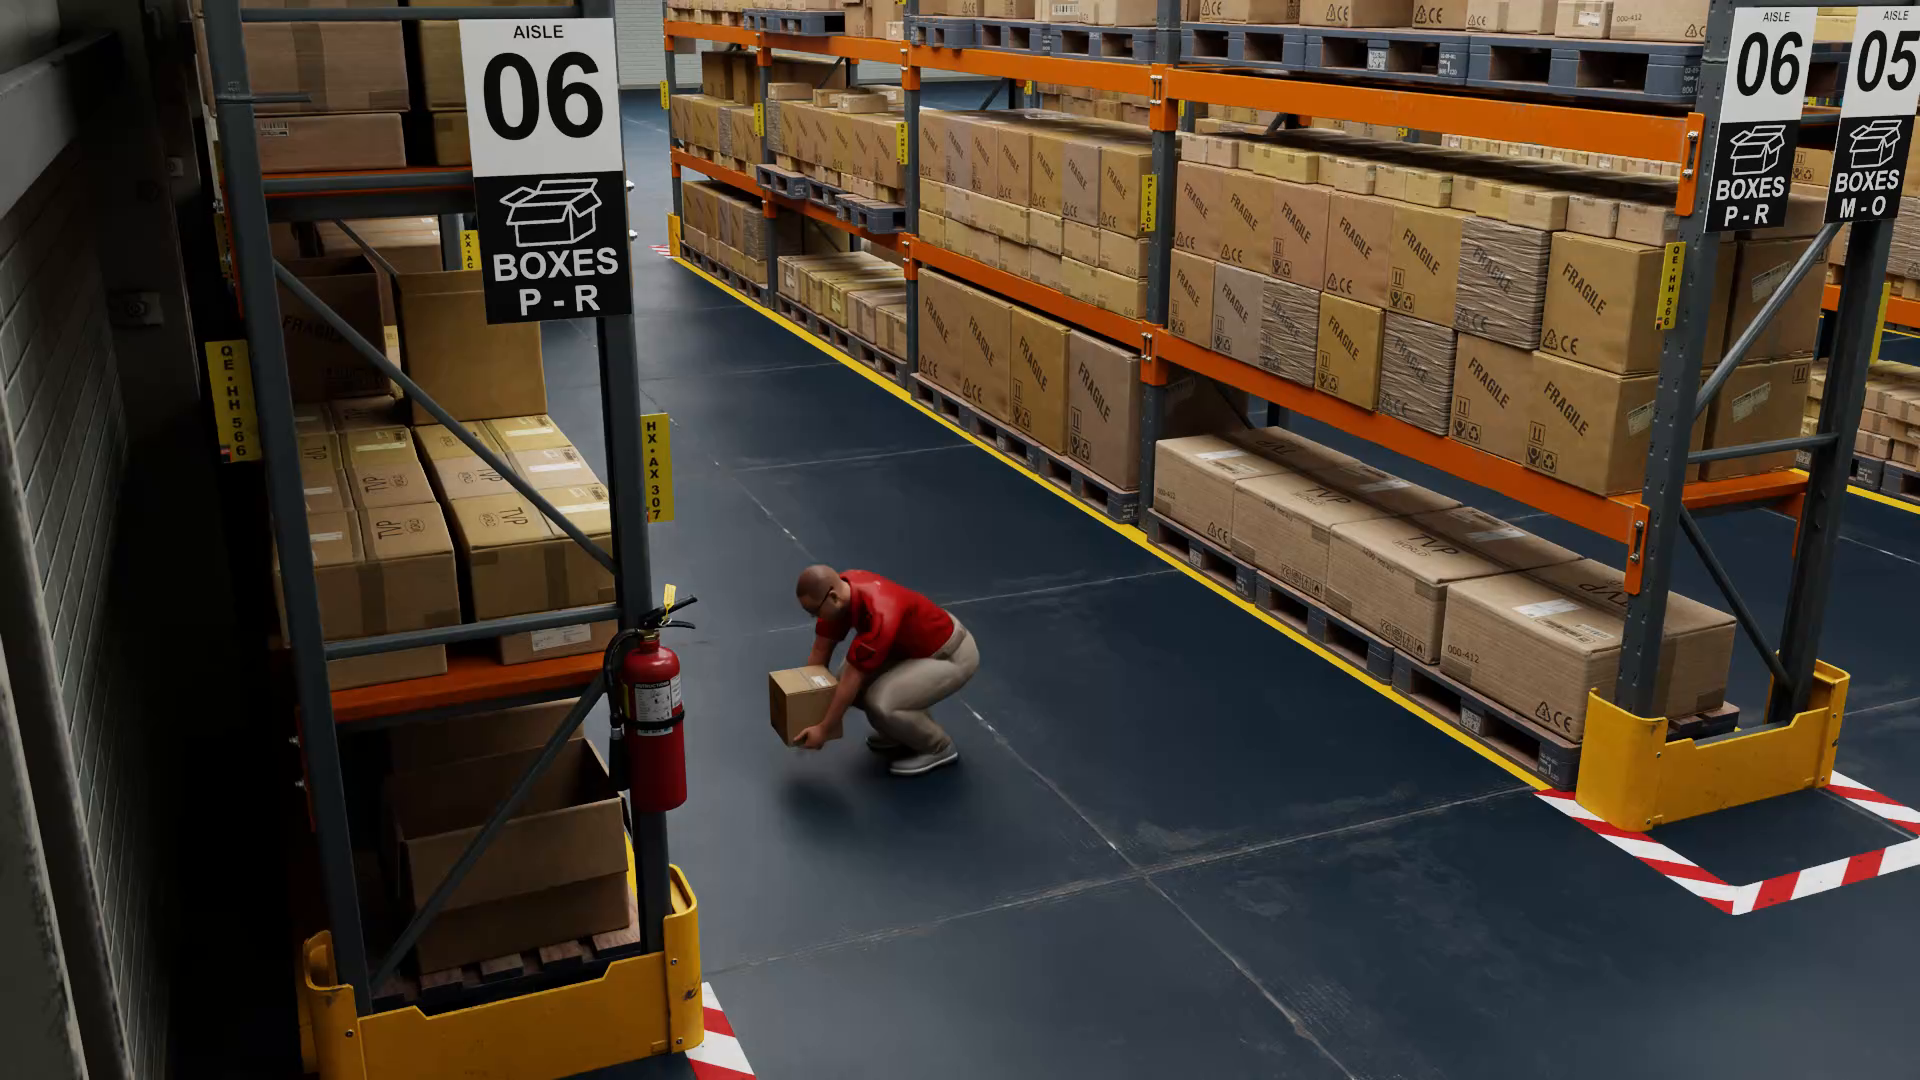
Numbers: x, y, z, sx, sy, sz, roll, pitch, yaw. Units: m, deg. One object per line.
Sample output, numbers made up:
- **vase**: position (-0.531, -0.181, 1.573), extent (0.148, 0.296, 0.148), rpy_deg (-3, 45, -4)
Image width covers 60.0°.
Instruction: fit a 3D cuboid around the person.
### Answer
- **person**: position (-0.348, 0.520, 7.233), extent (0.886, 0.988, 0.535), rpy_deg (-8, 20, -23)
